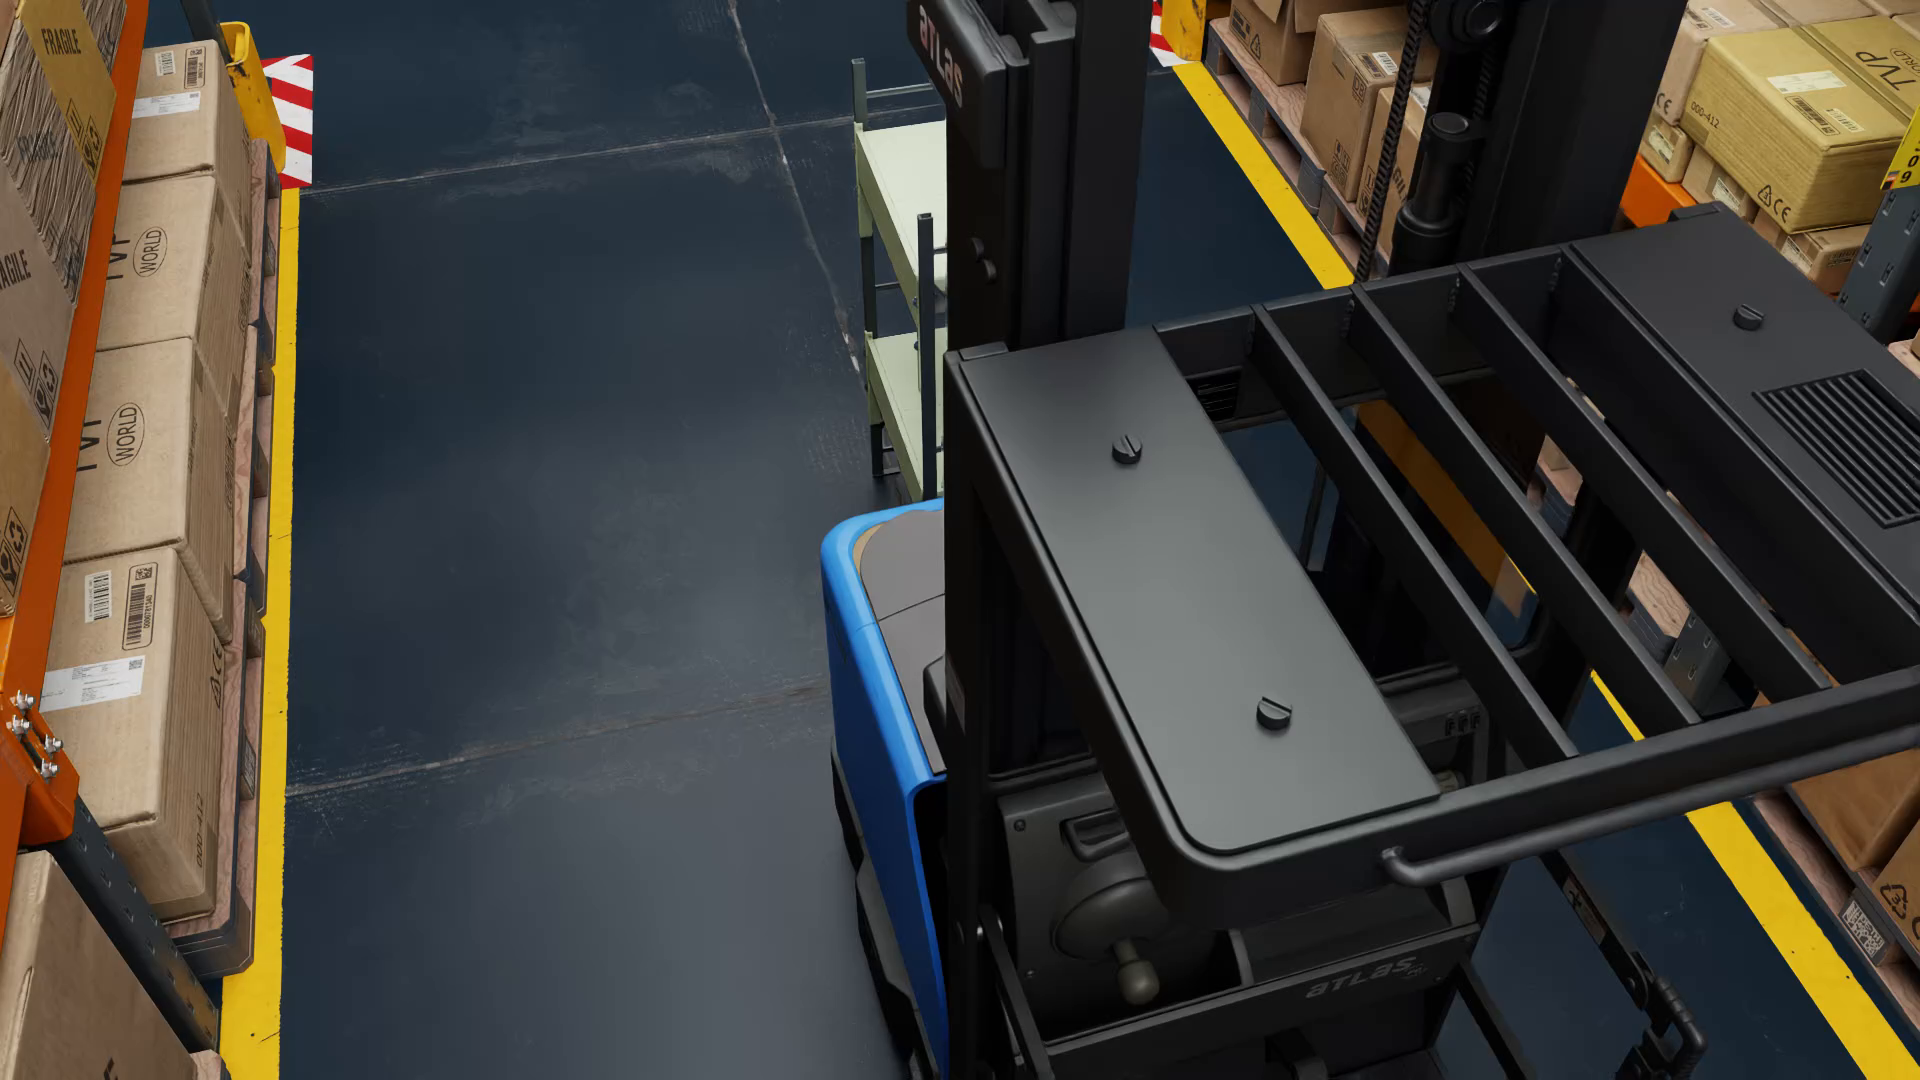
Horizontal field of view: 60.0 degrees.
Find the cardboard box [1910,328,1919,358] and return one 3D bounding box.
[{"bbox_3d":[2.410,-0.466,3.242,0.700,0.500,0.500,-10,46,-9],"label":"cardboard box"}]

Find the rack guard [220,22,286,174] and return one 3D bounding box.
[{"bbox_3d":[-3.325,-1.652,6.519,1.175,0.500,0.348,-11,47,-10],"label":"rack guard"}]

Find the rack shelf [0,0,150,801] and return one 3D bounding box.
[{"bbox_3d":[-2.807,-0.878,4.514,1.077,0.370,4.000,-11,47,-10],"label":"rack shelf"}]

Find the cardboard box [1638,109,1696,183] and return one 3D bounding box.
[{"bbox_3d":[1.999,-1.096,4.400,0.380,0.149,0.250,-10,46,-9],"label":"cardboard box"}]

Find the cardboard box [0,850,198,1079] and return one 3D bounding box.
[{"bbox_3d":[-2.059,1.261,3.107,0.875,0.875,0.875,-9,46,-9],"label":"cardboard box"}]

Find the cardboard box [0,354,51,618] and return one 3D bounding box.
[{"bbox_3d":[-2.162,-0.156,3.232,0.500,0.500,0.500,-9,46,-9],"label":"cardboard box"}]

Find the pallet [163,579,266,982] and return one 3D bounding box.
[{"bbox_3d":[-2.414,0.688,4.428,1.003,0.211,1.213,-11,47,-10],"label":"pallet"}]

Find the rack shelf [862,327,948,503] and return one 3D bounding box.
[{"bbox_3d":[0.002,-0.292,4.943,0.431,0.370,0.720,-11,47,-10],"label":"rack shelf"}]

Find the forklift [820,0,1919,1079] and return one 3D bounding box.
[{"bbox_3d":[0.587,0.590,2.620,1.130,2.935,3.031,-12,47,-12],"label":"forklift"}]

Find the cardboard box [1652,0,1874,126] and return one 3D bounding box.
[{"bbox_3d":[1.993,-1.361,4.380,0.500,0.250,0.500,-11,47,-10],"label":"cardboard box"}]

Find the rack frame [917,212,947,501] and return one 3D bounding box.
[{"bbox_3d":[0.095,-0.268,4.462,0.400,1.500,0.023,-11,47,-10],"label":"rack frame"}]

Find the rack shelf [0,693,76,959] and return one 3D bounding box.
[{"bbox_3d":[-1.783,1.884,1.807,1.077,0.370,4.000,-11,47,-10],"label":"rack shelf"}]

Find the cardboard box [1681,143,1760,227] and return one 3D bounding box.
[{"bbox_3d":[2.089,-0.921,4.228,0.380,0.149,0.250,-10,46,-9],"label":"cardboard box"}]

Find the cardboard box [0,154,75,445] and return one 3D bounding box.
[{"bbox_3d":[-2.287,-0.504,3.574,0.500,0.500,0.500,-10,47,-10],"label":"cardboard box"}]

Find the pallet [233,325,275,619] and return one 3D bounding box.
[{"bbox_3d":[-2.730,-0.156,5.255,1.003,0.211,1.213,-11,47,-10],"label":"pallet"}]

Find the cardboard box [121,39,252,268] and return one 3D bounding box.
[{"bbox_3d":[-3.054,-1.323,5.946,0.875,0.438,0.875,-12,47,-12],"label":"cardboard box"}]

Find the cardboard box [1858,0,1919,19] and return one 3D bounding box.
[{"bbox_3d":[2.501,-1.447,4.464,0.500,0.250,0.500,-11,47,-11],"label":"cardboard box"}]

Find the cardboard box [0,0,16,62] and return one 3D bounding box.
[{"bbox_3d":[-2.426,-1.212,3.568,0.500,0.500,0.500,-10,46,-10],"label":"cardboard box"}]

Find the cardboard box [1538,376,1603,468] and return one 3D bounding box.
[{"bbox_3d":[1.984,-0.426,5.188,0.396,0.266,0.258,-9,46,-9],"label":"cardboard box"}]

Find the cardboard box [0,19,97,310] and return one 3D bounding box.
[{"bbox_3d":[-2.408,-0.848,3.911,0.500,0.500,0.500,-10,47,-10],"label":"cardboard box"}]

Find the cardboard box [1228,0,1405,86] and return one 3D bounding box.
[{"bbox_3d":[1.543,-2.254,6.813,0.797,0.503,0.637,-12,47,-12],"label":"cardboard box"}]

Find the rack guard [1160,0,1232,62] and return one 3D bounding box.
[{"bbox_3d":[1.498,-2.493,7.343,1.175,0.500,0.348,-11,47,-10],"label":"rack guard"}]

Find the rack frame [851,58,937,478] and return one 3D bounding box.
[{"bbox_3d":[-0.092,-0.773,4.957,0.400,1.500,0.023,-11,47,-10],"label":"rack frame"}]

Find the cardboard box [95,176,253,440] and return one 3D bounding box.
[{"bbox_3d":[-2.811,-0.693,5.329,0.875,0.438,0.875,-10,46,-9],"label":"cardboard box"}]

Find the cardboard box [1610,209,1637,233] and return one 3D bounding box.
[{"bbox_3d":[1.990,-0.939,5.526,0.700,0.500,0.500,-12,47,-12],"label":"cardboard box"}]

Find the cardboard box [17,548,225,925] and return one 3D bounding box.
[{"bbox_3d":[-2.352,0.548,4.113,0.875,0.438,0.875,-11,47,-11],"label":"cardboard box"}]

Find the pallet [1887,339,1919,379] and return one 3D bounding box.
[{"bbox_3d":[2.601,-0.020,3.304,1.003,0.211,1.213,-11,47,-10],"label":"pallet"}]

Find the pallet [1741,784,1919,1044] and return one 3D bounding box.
[{"bbox_3d":[2.747,0.872,4.248,1.003,0.211,1.213,-11,47,-10],"label":"pallet"}]

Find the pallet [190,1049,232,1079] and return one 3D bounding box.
[{"bbox_3d":[-2.025,1.746,3.391,1.003,0.211,1.213,-11,47,-10],"label":"pallet"}]

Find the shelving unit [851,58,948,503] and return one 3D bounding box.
[{"bbox_3d":[0.002,-0.520,4.710,0.431,1.500,0.755,-11,47,-10],"label":"shelving unit"}]

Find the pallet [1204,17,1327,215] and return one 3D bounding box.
[{"bbox_3d":[1.703,-1.842,6.907,1.003,0.211,1.213,-11,47,-10],"label":"pallet"}]

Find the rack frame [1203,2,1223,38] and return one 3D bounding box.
[{"bbox_3d":[1.478,-3.421,6.502,1.000,3.000,0.127,-11,47,-10],"label":"rack frame"}]

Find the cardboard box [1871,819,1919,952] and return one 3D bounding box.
[{"bbox_3d":[2.554,0.810,3.812,0.500,0.500,0.500,-11,47,-11],"label":"cardboard box"}]

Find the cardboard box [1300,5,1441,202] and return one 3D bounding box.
[{"bbox_3d":[1.724,-1.656,6.229,0.700,0.500,0.500,-9,46,-9],"label":"cardboard box"}]

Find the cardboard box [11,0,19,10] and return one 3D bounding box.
[{"bbox_3d":[-2.553,-1.561,3.910,0.500,0.500,0.500,-11,47,-11],"label":"cardboard box"}]

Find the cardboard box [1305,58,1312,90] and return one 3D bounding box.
[{"bbox_3d":[1.614,-1.830,6.645,0.380,0.149,0.250,-12,47,-12],"label":"cardboard box"}]

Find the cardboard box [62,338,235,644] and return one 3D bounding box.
[{"bbox_3d":[-2.582,-0.070,4.718,0.875,0.438,0.875,-12,47,-11],"label":"cardboard box"}]

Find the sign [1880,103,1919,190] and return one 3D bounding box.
[{"bbox_3d":[1.980,-0.857,3.384,0.100,0.325,0.005,-11,47,-10],"label":"sign"}]

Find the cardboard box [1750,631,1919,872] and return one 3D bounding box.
[{"bbox_3d":[2.408,0.444,4.171,0.500,0.500,0.500,-9,46,-9],"label":"cardboard box"}]

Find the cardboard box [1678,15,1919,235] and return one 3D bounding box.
[{"bbox_3d":[2.136,-1.018,4.044,0.500,0.250,0.500,-10,46,-9],"label":"cardboard box"}]

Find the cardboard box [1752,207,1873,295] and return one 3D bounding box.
[{"bbox_3d":[2.176,-0.745,4.056,0.380,0.149,0.250,-10,46,-10],"label":"cardboard box"}]

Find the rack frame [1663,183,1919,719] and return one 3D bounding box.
[{"bbox_3d":[2.502,-0.659,3.796,1.000,3.000,0.127,-11,47,-10],"label":"rack frame"}]

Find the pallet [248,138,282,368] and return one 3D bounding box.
[{"bbox_3d":[-3.039,-0.997,6.079,1.003,0.211,1.213,-11,47,-10],"label":"pallet"}]

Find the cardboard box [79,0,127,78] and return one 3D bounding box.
[{"bbox_3d":[-2.685,-1.558,4.607,0.500,0.500,0.500,-9,46,-9],"label":"cardboard box"}]

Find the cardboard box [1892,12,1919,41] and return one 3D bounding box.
[{"bbox_3d":[2.636,-1.102,4.126,0.500,0.250,0.500,-11,47,-11],"label":"cardboard box"}]

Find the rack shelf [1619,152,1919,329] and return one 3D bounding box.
[{"bbox_3d":[1.990,-1.788,5.406,1.077,0.370,4.000,-11,47,-10],"label":"rack shelf"}]

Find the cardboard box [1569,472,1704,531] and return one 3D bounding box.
[{"bbox_3d":[2.076,-0.139,4.988,0.380,0.149,0.250,-12,47,-12],"label":"cardboard box"}]

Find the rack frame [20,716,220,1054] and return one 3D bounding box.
[{"bbox_3d":[-2.295,0.251,2.904,1.000,3.000,0.127,-11,47,-10],"label":"rack frame"}]

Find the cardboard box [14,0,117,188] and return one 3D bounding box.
[{"bbox_3d":[-2.540,-1.204,4.260,0.500,0.500,0.500,-9,46,-9],"label":"cardboard box"}]

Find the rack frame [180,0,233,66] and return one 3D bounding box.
[{"bbox_3d":[-3.319,-2.510,5.610,1.000,3.000,0.127,-11,47,-10],"label":"rack frame"}]

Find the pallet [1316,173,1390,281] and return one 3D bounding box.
[{"bbox_3d":[2.011,-1.001,6.083,1.003,0.211,1.213,-11,47,-10],"label":"pallet"}]

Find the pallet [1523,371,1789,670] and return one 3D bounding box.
[{"bbox_3d":[2.327,-0.157,5.256,1.003,0.211,1.213,-11,47,-10],"label":"pallet"}]

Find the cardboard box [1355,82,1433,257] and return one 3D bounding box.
[{"bbox_3d":[1.763,-1.272,5.853,0.500,0.500,0.500,-10,46,-10],"label":"cardboard box"}]

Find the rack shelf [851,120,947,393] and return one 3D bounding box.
[{"bbox_3d":[0.002,-0.793,4.431,0.431,0.370,0.720,-11,47,-10],"label":"rack shelf"}]
